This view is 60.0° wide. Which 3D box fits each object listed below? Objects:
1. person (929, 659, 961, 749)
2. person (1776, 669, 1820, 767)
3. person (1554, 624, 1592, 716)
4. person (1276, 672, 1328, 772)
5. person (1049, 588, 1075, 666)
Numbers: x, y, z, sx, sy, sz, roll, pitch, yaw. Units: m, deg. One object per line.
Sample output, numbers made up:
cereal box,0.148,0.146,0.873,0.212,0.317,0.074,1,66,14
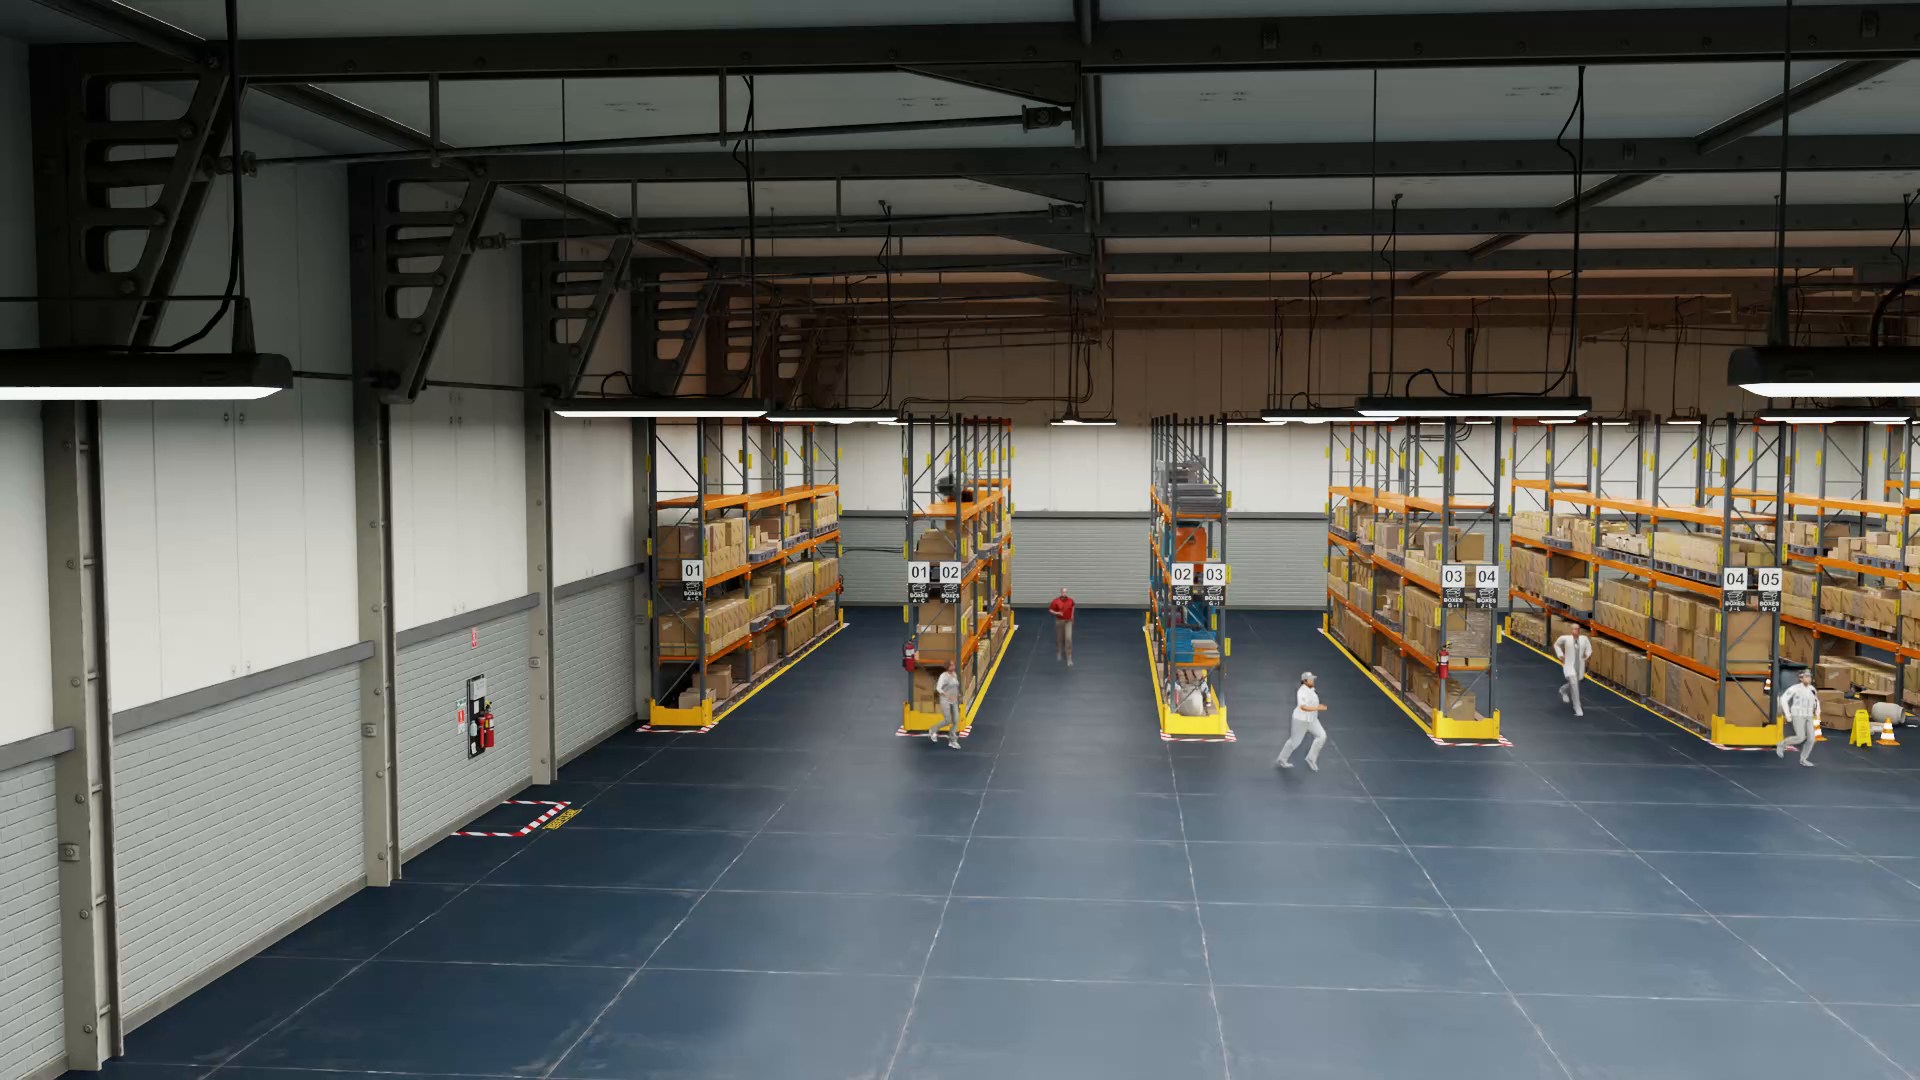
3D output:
person,-0.233,2.929,29.894,0.684,1.594,0.567,3,5,40
person,14.355,3.009,28.333,0.678,1.650,0.561,-1,4,-16
person,12.417,2.581,33.617,0.669,1.803,1.203,0,4,-7
person,5.751,3.030,27.765,0.857,1.687,0.610,3,5,37
person,2.400,2.011,38.887,0.642,1.793,0.794,0,4,-6
